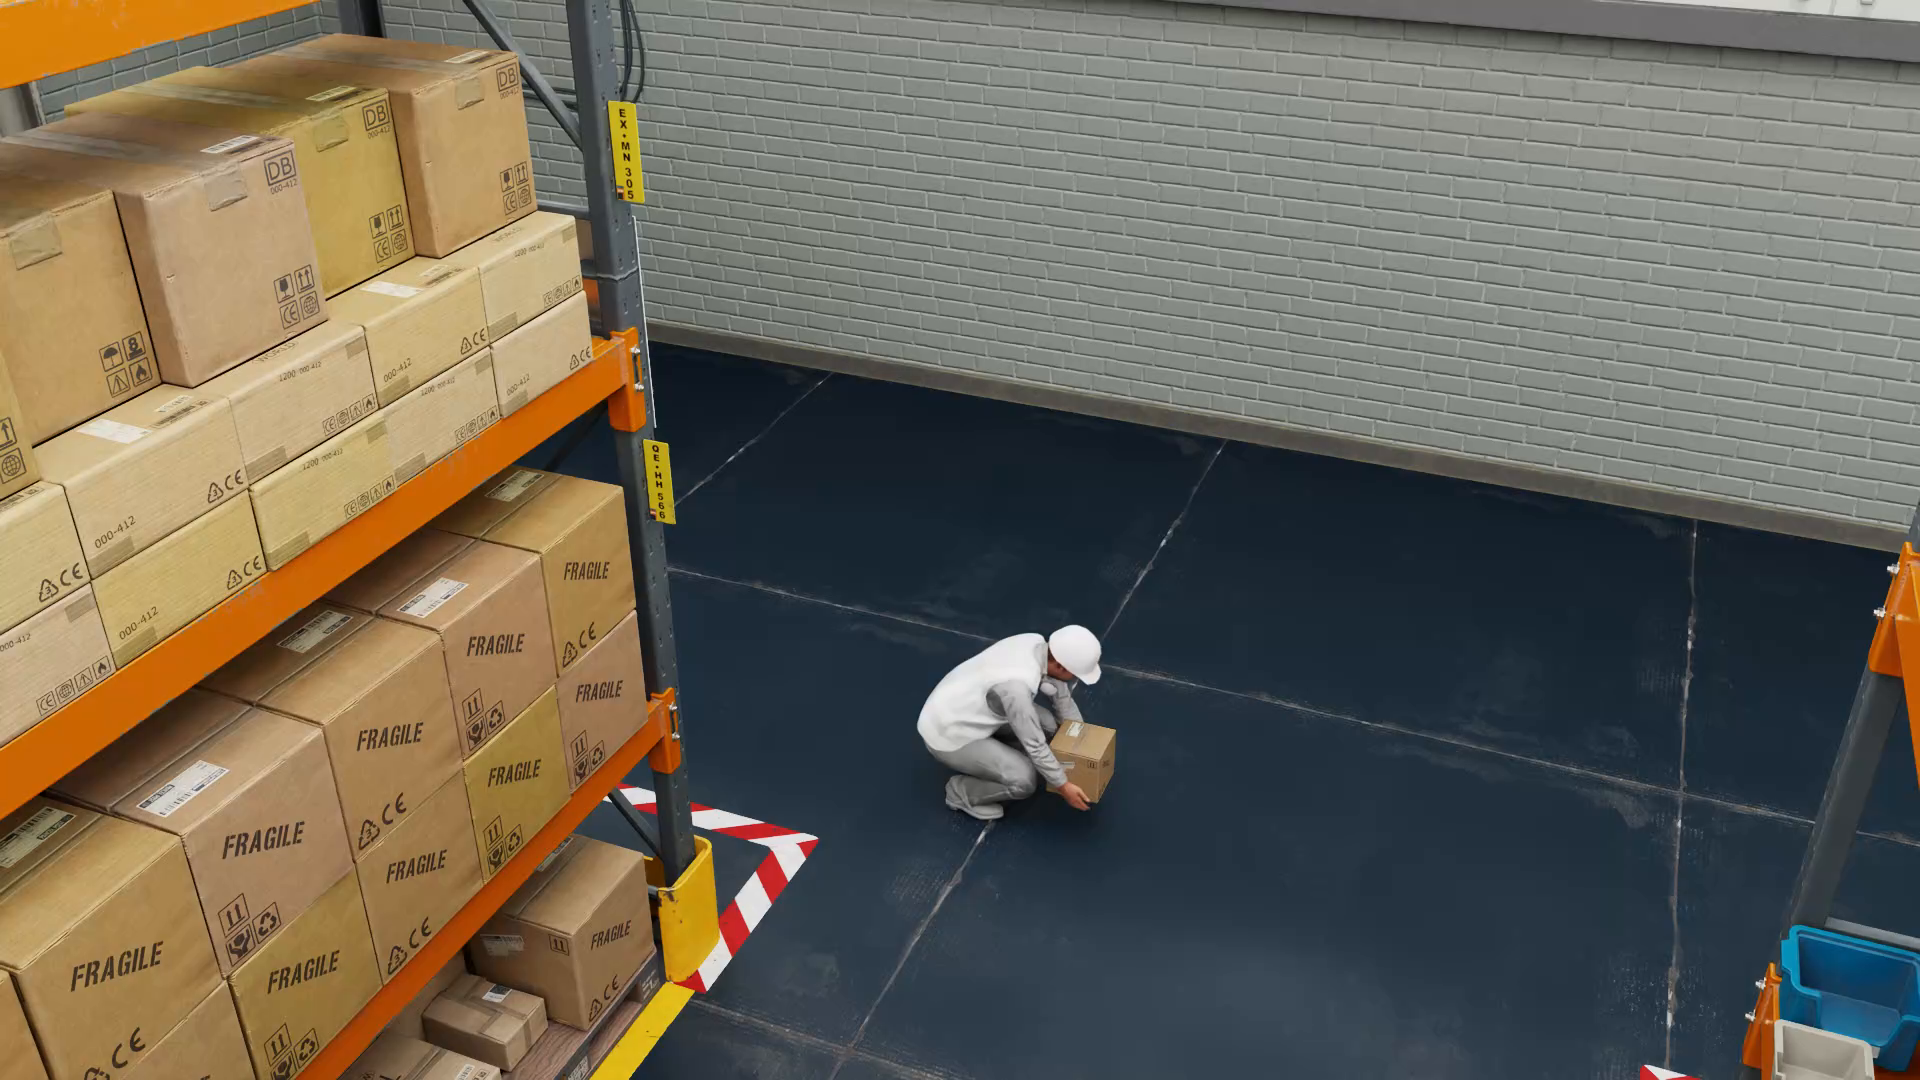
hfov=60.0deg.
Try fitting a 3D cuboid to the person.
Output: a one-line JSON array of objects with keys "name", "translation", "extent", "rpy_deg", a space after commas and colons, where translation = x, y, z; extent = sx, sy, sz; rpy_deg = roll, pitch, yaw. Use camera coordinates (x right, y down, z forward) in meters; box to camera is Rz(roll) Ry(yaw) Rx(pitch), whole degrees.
[{"name": "person", "translation": [0.250, 0.808, 7.731], "extent": [0.863, 1.010, 0.527], "rpy_deg": [11, 31, 19]}]
